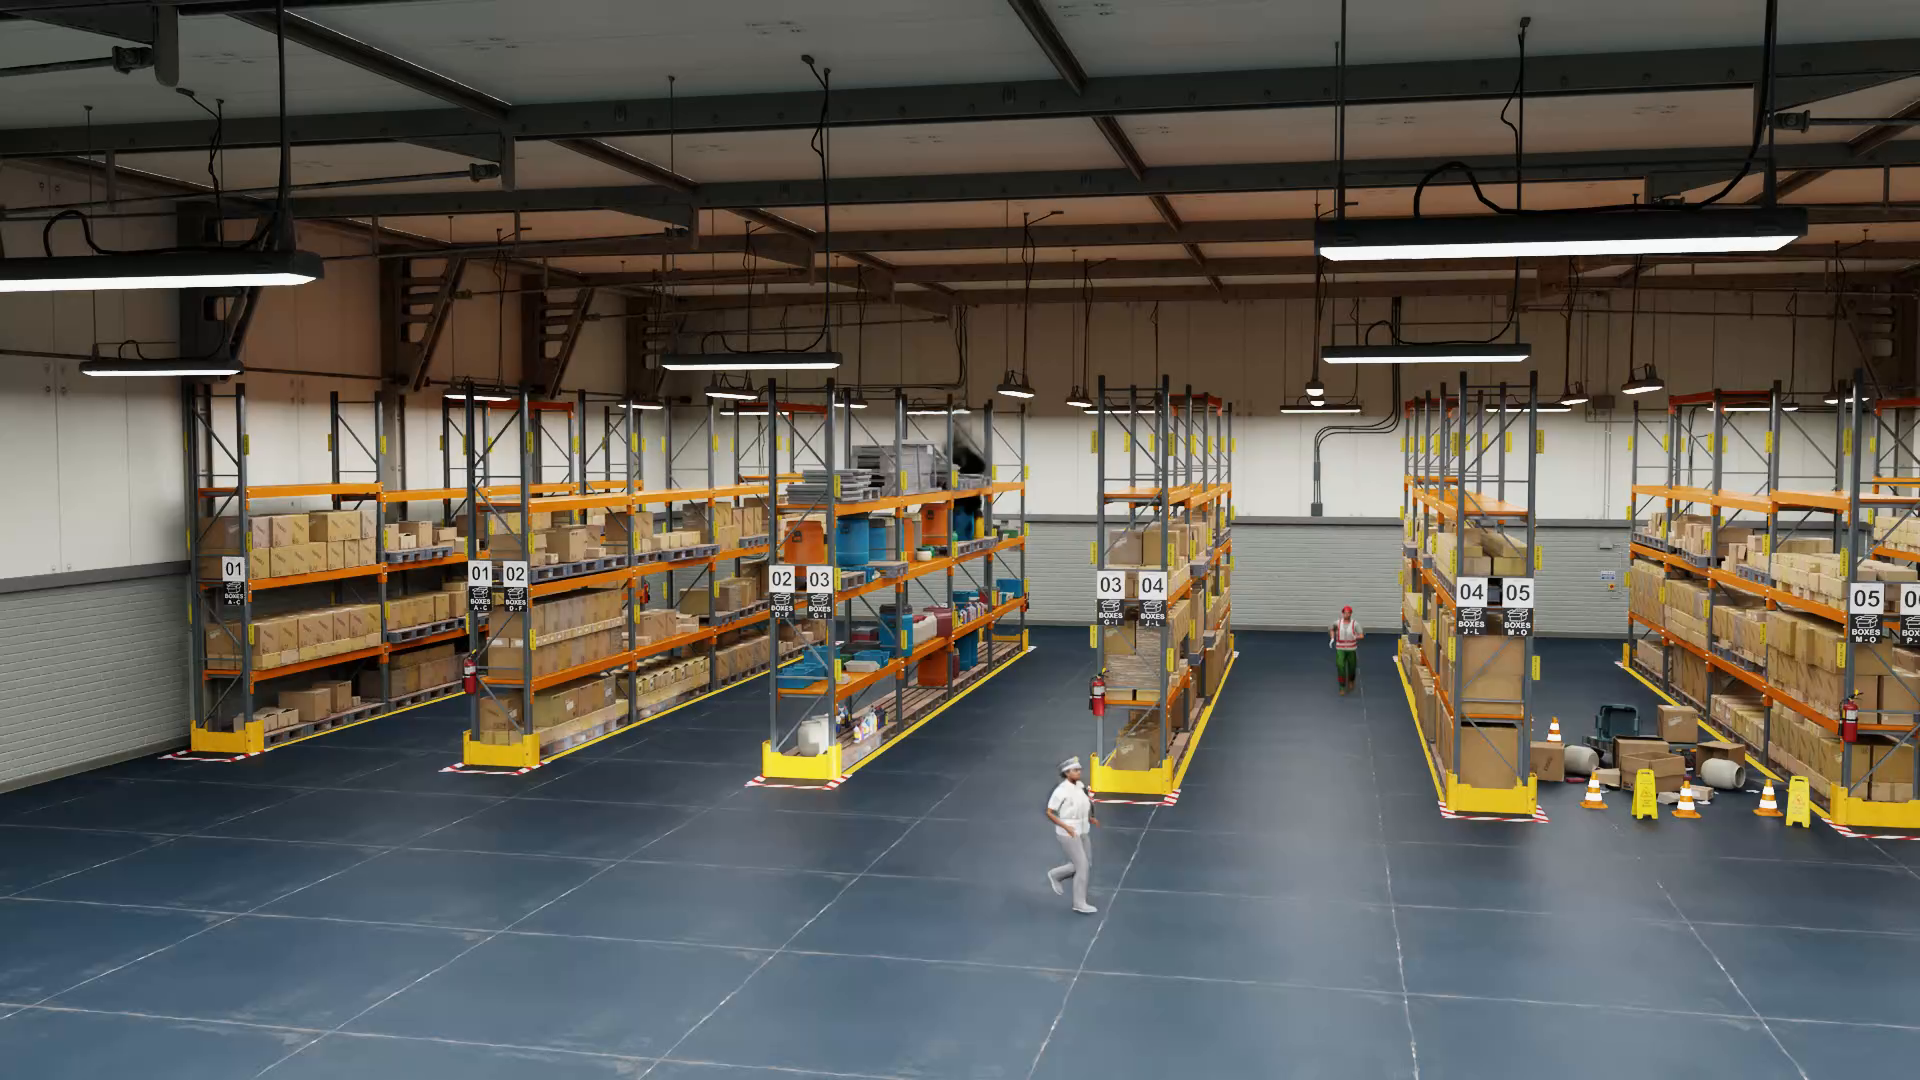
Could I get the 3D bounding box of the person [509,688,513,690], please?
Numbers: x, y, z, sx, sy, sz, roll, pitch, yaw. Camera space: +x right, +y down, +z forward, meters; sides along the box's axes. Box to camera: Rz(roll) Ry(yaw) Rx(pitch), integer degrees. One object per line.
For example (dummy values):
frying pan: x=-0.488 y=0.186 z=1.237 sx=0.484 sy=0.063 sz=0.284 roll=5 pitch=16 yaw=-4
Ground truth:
person: x=-8.153 y=2.381 z=30.894 sx=0.599 sy=1.668 sz=0.937 roll=0 pitch=3 yaw=7

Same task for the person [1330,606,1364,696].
person: x=7.708 y=2.192 z=33.163 sx=0.663 sy=1.766 sz=1.000 roll=1 pitch=3 yaw=16

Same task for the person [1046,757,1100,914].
person: x=1.189 y=3.147 z=17.895 sx=0.681 sy=1.655 sz=0.581 roll=3 pitch=4 yaw=39
